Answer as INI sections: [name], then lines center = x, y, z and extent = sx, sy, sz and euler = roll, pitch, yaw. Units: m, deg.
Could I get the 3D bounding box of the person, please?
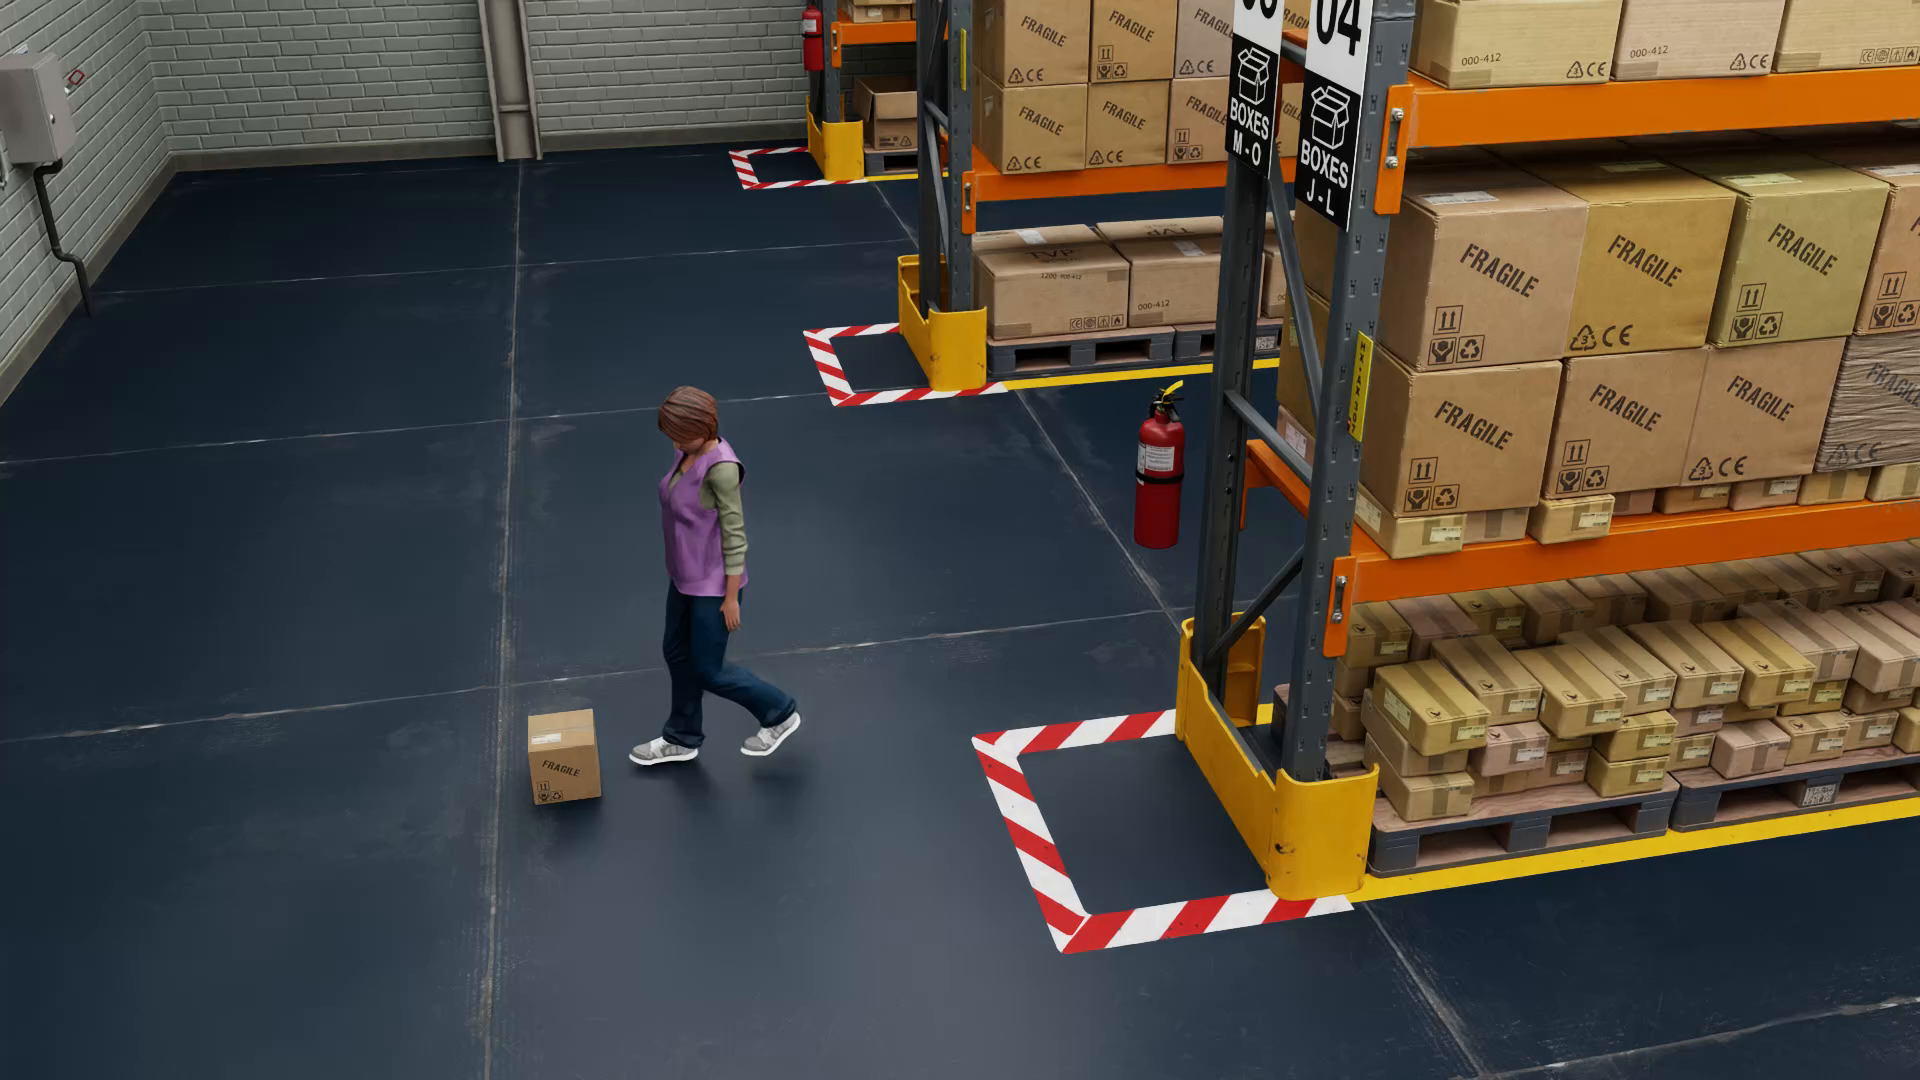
[person]
center = -0.974, 0.165, 6.287
extent = 0.647, 1.572, 0.443
euler = -12, 30, -23
